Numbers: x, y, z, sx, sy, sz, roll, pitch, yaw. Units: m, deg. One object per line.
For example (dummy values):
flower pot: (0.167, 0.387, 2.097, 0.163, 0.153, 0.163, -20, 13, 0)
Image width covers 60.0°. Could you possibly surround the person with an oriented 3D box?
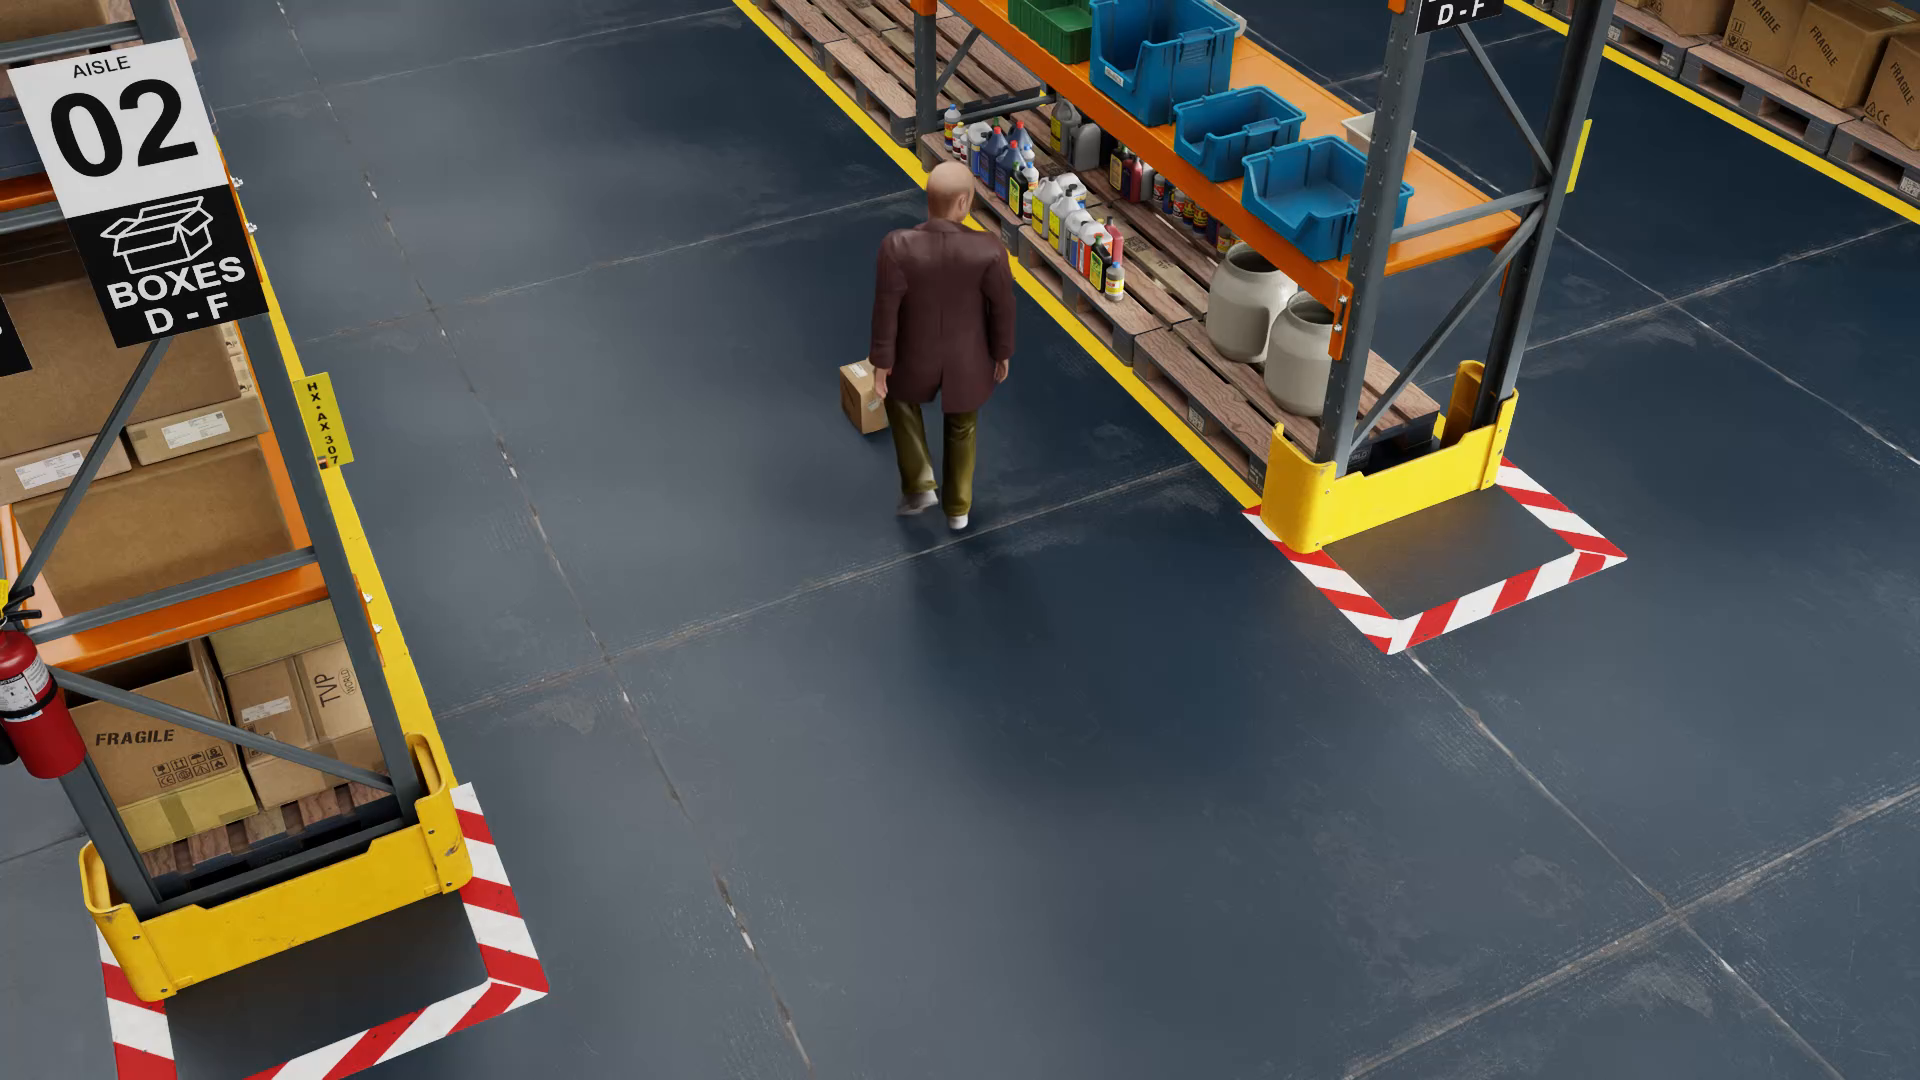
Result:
person: (-0.077, -0.804, 7.086, 0.617, 1.794, 0.456, -1, 41, -1)
